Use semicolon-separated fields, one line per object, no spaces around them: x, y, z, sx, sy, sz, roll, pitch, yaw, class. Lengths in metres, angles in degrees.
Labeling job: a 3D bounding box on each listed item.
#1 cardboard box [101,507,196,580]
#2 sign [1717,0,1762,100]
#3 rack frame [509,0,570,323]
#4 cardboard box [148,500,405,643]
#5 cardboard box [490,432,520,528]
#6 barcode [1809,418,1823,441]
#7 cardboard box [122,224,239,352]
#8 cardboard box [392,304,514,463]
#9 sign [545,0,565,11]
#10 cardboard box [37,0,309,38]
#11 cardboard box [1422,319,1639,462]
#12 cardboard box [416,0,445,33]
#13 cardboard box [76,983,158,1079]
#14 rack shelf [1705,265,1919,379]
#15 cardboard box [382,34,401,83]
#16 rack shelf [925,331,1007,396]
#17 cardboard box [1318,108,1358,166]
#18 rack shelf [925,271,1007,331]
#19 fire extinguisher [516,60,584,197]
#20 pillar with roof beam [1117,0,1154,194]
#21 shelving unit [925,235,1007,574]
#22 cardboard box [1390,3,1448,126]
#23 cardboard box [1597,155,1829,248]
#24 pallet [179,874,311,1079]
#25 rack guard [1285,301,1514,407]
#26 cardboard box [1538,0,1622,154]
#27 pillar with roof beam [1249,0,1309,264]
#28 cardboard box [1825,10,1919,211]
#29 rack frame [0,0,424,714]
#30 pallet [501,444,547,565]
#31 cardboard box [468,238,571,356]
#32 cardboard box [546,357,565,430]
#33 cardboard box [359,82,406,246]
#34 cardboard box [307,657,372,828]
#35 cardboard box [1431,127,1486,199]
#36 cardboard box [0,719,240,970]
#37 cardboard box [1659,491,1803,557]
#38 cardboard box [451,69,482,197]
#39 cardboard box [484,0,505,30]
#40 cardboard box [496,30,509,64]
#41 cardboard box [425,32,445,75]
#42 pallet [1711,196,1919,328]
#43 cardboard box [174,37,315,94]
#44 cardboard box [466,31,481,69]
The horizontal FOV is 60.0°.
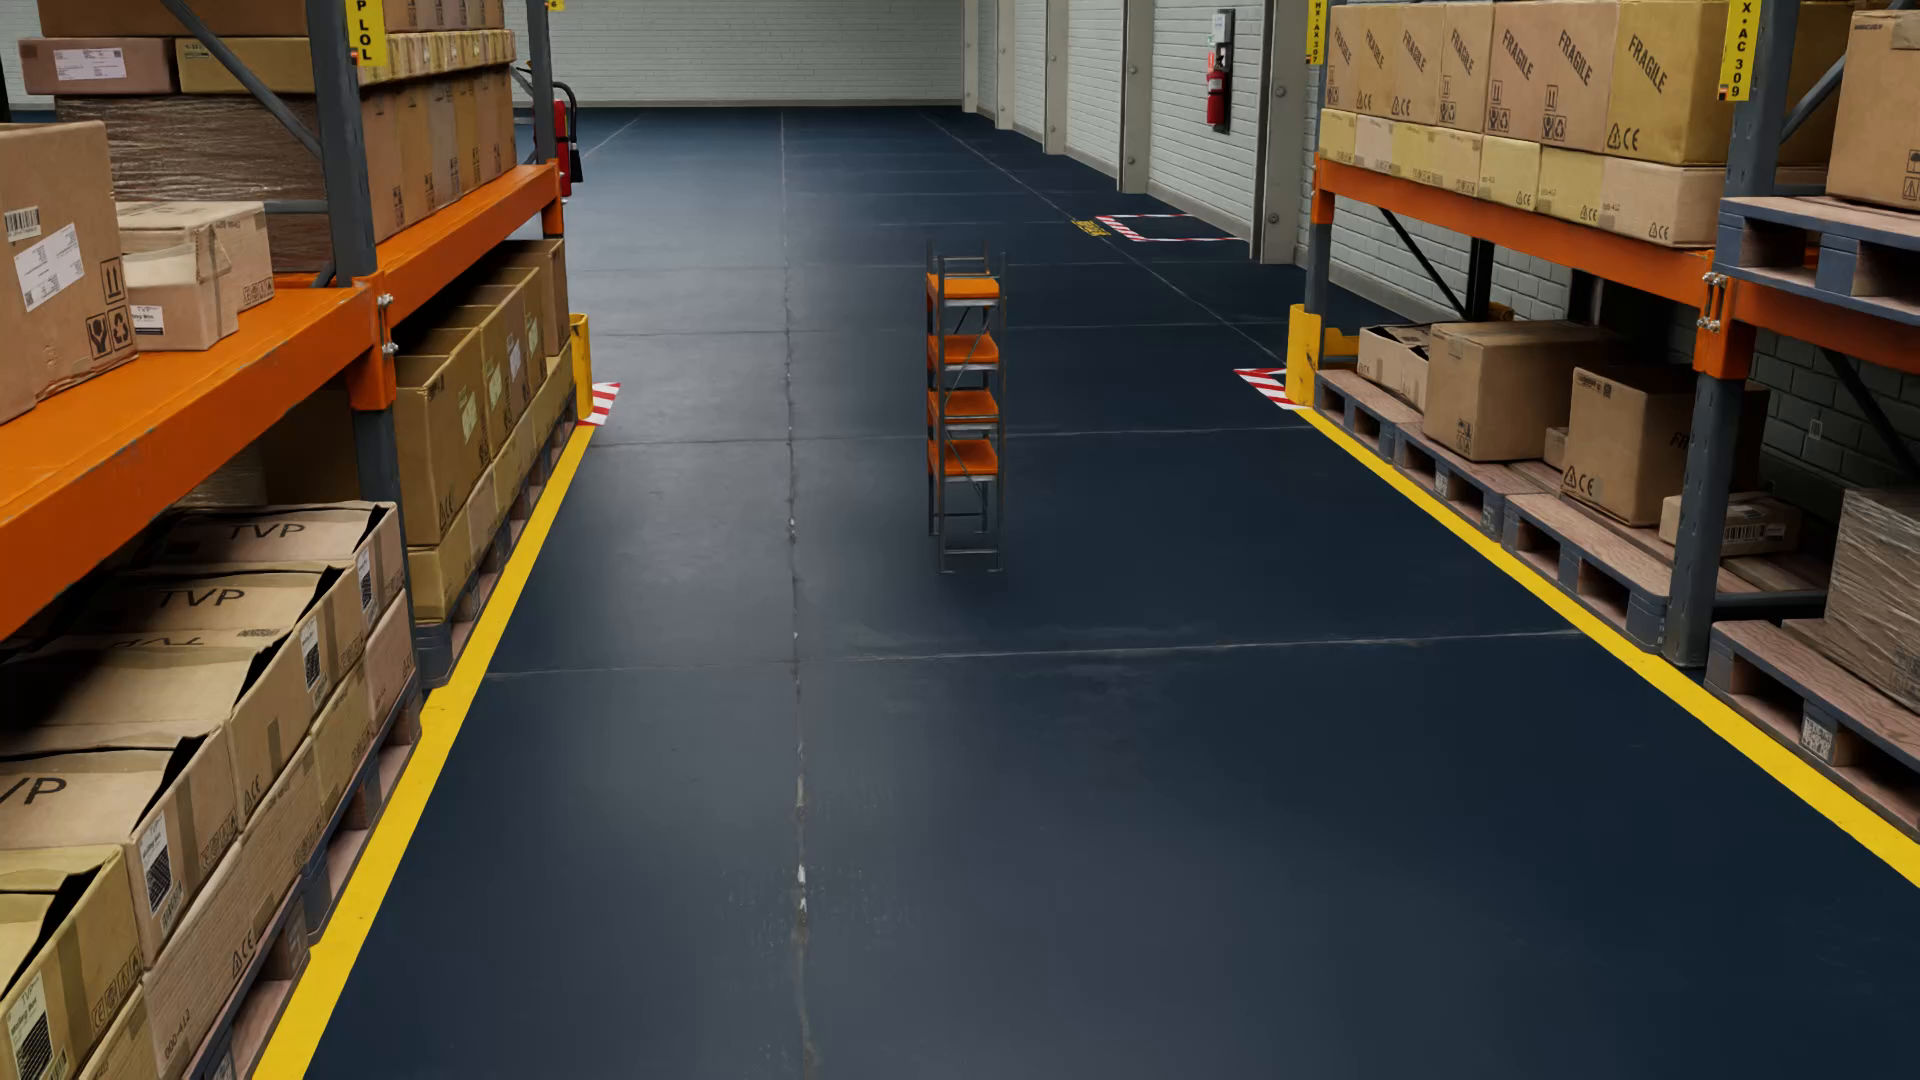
-2.330;0.082;4.361;0.500;0.311;0.500;-2;18;-5;cardboard box
2.263;-1.441;4.813;0.100;0.325;0.005;-2;18;-6;sign
-2.538;-2.084;8.309;1.000;3.000;0.127;-2;18;-6;rack frame
-1.798;0.063;4.421;0.500;0.311;0.500;-2;18;-6;cardboard box
-1.964;-0.227;6.281;0.500;0.250;0.500;-2;18;-6;cardboard box
2.985;-0.385;5.800;0.001;0.075;0.075;-2;18;-6;barcode
-1.852;-0.572;3.716;0.396;0.266;0.258;-2;18;-7;cardboard box
-1.965;-0.585;6.169;0.500;0.500;0.500;-2;18;-6;cardboard box
-1.997;-2.762;8.140;0.100;0.325;0.005;-2;18;-6;sign
-2.177;-1.691;4.724;0.700;0.500;0.500;-2;18;-5;cardboard box
2.456;-0.657;7.200;0.700;0.500;0.500;-3;18;-9;cardboard box
-2.333;-2.140;6.153;0.700;0.500;0.500;-2;18;-6;cardboard box
-1.587;0.941;2.561;0.500;0.250;0.500;-2;18;-7;cardboard box
3.008;-0.108;3.213;1.077;0.370;4.000;-2;18;-6;rack shelf
-2.043;-1.566;5.406;0.380;0.149;0.250;-2;18;-6;cardboard box
0.017;-0.672;6.293;0.258;0.148;0.480;-2;18;-6;rack shelf
2.124;-2.021;8.325;0.500;0.250;0.500;-2;18;-7;cardboard box
0.017;-0.898;6.223;0.258;0.148;0.480;-2;18;-6;rack shelf
-2.088;-2.097;8.478;0.296;0.674;0.183;-2;18;-6;fire extinguisher
-2.198;-8.361;18.286;9.100;9.000;0.400;-2;18;-6;pillar with roof beam
0.017;-0.523;6.340;0.258;1.200;0.503;-2;18;-6;shelving unit
2.227;-2.081;7.263;0.500;0.500;0.500;-2;18;-7;cardboard box
2.451;-1.117;5.443;0.500;0.250;0.500;-2;18;-6;cardboard box
-1.881;1.020;3.074;1.003;0.211;1.213;-2;18;-6;pallet
2.397;-1.023;9.102;1.175;0.500;0.348;-2;18;-6;rack guard
2.388;-1.622;5.802;0.500;0.500;0.500;-2;18;-6;cardboard box
-1.579;-6.574;12.592;9.100;9.000;0.400;-2;18;-6;pillar with roof beam
2.820;-1.152;4.436;0.700;0.500;0.500;-2;18;-5;cardboard box
-2.125;-0.893;4.513;1.000;3.000;0.127;-2;18;-6;rack frame
-2.295;-0.165;6.849;1.003;0.211;1.213;-2;18;-6;pallet
-2.187;-1.180;8.066;0.500;0.500;0.500;-2;18;-6;cardboard box
-2.125;-0.674;7.704;0.500;0.250;0.500;-2;18;-6;cardboard box
-2.238;-1.229;5.418;0.700;0.500;0.500;-2;18;-6;cardboard box
-1.744;0.484;4.016;0.500;0.250;0.500;-2;18;-6;cardboard box
2.288;-1.564;6.869;0.500;0.250;0.500;-2;18;-5;cardboard box
-1.641;0.517;2.977;0.500;0.311;0.500;-2;18;-6;cardboard box
2.717;-0.063;5.867;0.380;0.166;0.250;-4;18;-13;cardboard box
-2.398;-1.688;6.880;0.700;0.500;0.500;-2;18;-5;cardboard box
-2.497;-2.596;7.605;0.700;0.500;0.500;-2;18;-5;cardboard box
-2.281;-2.256;7.604;0.380;0.149;0.250;-1;17;-4;cardboard box
-2.124;-1.797;6.144;0.380;0.149;0.250;-2;18;-6;cardboard box
2.736;-0.723;4.293;1.003;0.211;1.213;-2;18;-6;pallet
-1.960;-1.336;4.674;0.380;0.149;0.250;-2;18;-6;cardboard box
-2.203;-2.026;6.874;0.380;0.149;0.250;-1;17;-4;cardboard box
